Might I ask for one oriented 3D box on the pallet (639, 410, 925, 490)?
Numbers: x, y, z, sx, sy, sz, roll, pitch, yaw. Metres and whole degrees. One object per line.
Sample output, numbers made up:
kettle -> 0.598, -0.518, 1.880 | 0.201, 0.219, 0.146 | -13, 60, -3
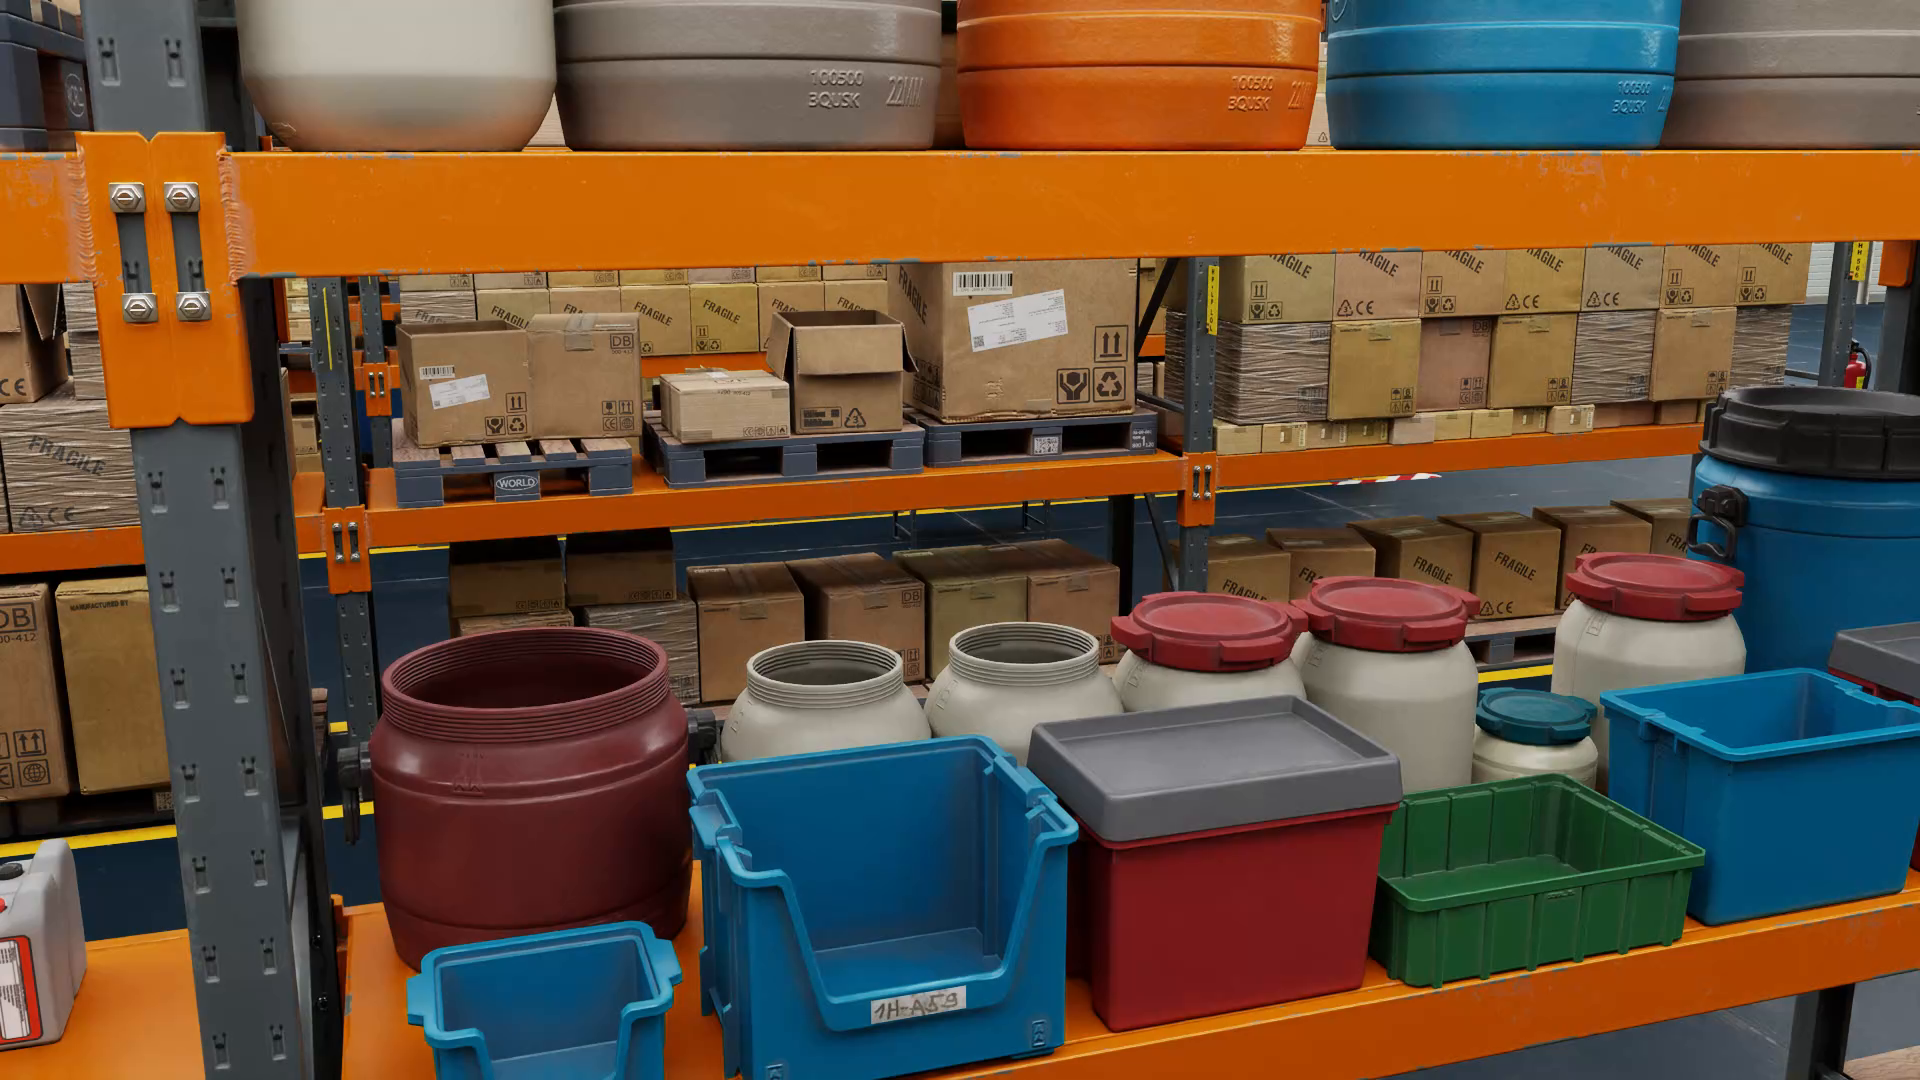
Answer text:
pallet -> -0.891, -0.479, 8.090 | 1.213, 0.211, 1.003 | -4, 14, -18

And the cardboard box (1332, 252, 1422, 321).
cardboard box -> 2.018, -1.407, 8.557 | 0.500, 0.500, 0.500 | -4, 14, -18

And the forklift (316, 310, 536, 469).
forklift -> -4.053, -2.063, 14.480 | 3.031, 2.935, 1.130 | -6, 14, -22

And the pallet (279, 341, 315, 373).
pallet -> -4.881, -1.343, 11.723 | 1.003, 0.211, 1.213 | -4, 14, -18

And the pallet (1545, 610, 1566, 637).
pallet -> 3.975, 0.407, 9.977 | 1.213, 0.211, 1.003 | -4, 14, -18

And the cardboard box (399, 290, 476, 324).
cardboard box -> -3.728, -1.535, 11.899 | 0.500, 0.500, 0.500 | -4, 14, -17

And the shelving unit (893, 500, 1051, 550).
shelving unit -> 0.081, -0.736, 11.996 | 1.048, 1.500, 0.538 | -4, 14, -18

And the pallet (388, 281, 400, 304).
pallet -> -5.273, -2.574, 16.895 | 1.003, 0.211, 1.213 | -4, 14, -18

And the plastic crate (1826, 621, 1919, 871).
plastic crate -> 2.256, 0.445, 3.650 | 0.583, 0.464, 0.402 | -4, 14, -18

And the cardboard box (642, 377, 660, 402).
cardboard box -> -3.300, -1.719, 17.658 | 0.625, 0.372, 0.950 | -4, 14, -15

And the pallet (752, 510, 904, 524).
pallet -> -1.156, -0.378, 13.275 | 1.213, 0.211, 1.003 | -4, 14, -18

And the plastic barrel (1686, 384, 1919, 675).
plastic barrel -> 2.154, 0.092, 4.191 | 0.708, 0.901, 0.600 | -4, 14, -18

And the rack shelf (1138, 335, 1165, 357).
rack shelf -> 1.447, -1.606, 13.965 | 4.000, 0.370, 1.077 | -4, 14, -18

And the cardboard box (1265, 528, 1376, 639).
cardboard box -> 1.970, 0.234, 9.169 | 0.500, 0.500, 0.500 | 0, 13, 0

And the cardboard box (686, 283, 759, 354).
cardboard box -> -1.816, -1.685, 12.528 | 0.500, 0.500, 0.500 | -4, 14, -17

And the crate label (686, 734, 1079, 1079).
crate label -> -0.146, 0.638, 2.904 | 0.616, 0.435, 0.502 | -4, 14, -18

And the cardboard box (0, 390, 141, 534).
cardboard box -> -3.617, -0.340, 6.873 | 0.500, 0.500, 0.500 | -5, 14, -19

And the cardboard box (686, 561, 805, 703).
cardboard box -> -1.068, 0.444, 8.246 | 0.500, 0.500, 0.700 | -3, 14, -13

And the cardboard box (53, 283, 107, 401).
cardboard box -> -3.452, -0.904, 7.076 | 0.637, 0.503, 0.797 | -4, 14, -16

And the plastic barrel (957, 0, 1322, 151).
plastic barrel -> 0.293, -1.061, 2.710 | 0.708, 0.830, 0.600 | -4, 14, -18

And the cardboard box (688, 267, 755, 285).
cardboard box -> -1.884, -2.229, 12.657 | 0.500, 0.500, 0.700 | -4, 14, -18

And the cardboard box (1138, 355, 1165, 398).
cardboard box -> 1.887, -1.144, 14.154 | 0.875, 0.875, 0.875 | -5, 14, -19

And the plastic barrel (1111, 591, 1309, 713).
plastic barrel -> 0.535, 0.416, 3.618 | 0.433, 0.535, 0.433 | 0, 13, 0

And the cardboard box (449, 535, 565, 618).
cardboard box -> -2.128, 0.164, 7.803 | 0.500, 0.250, 0.500 | -4, 14, -16

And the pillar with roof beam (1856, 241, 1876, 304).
pillar with roof beam -> 17.567, -7.719, 25.147 | 0.400, 9.000, 9.100 | -4, 14, -18

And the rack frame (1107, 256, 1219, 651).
rack frame -> 1.037, -0.713, 8.657 | 0.127, 3.000, 1.000 | -4, 14, -18

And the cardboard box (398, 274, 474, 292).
cardboard box -> -3.811, -2.079, 12.023 | 0.500, 0.500, 0.700 | -5, 14, -18

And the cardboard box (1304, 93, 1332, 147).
cardboard box -> 1.545, -2.076, 8.230 | 0.500, 0.250, 0.500 | -5, 14, -20

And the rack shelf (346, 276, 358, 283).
rack shelf -> -9.397, -3.182, 20.591 | 4.000, 0.370, 1.077 | -4, 14, -18

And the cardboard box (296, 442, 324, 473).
cardboard box -> -4.780, -0.395, 11.816 | 0.500, 0.500, 0.500 | -5, 14, -18

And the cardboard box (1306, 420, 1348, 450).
cardboard box -> 1.806, -0.580, 8.644 | 0.250, 0.149, 0.380 | -4, 14, -18

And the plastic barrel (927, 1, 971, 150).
plastic barrel -> -0.043, -0.868, 3.127 | 0.301, 0.262, 0.301 | 0, 13, 0

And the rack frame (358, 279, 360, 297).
rack frame -> -5.915, -2.591, 16.553 | 0.127, 3.000, 1.000 | -4, 14, -18

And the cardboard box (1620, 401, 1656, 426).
cardboard box -> 3.674, -0.747, 9.343 | 0.250, 0.149, 0.380 | -4, 14, -18

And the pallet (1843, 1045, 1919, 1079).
pallet -> 3.267, 1.690, 4.582 | 1.213, 0.211, 1.003 | -4, 14, -18

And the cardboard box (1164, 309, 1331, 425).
cardboard box -> 1.483, -0.926, 8.693 | 0.500, 0.500, 0.875 | -4, 14, -18

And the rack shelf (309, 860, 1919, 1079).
rack shelf -> 0.721, 0.871, 3.553 | 4.000, 0.370, 1.077 | -4, 14, -18

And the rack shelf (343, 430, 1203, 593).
rack shelf -> -0.858, -0.215, 8.119 | 4.000, 0.370, 1.077 | -4, 14, -18

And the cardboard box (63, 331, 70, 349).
cardboard box -> -5.778, -1.364, 11.031 | 0.250, 0.149, 0.380 | -4, 14, -16

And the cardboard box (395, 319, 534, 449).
cardboard box -> -2.255, -0.719, 7.560 | 0.500, 0.500, 0.500 | -6, 15, -25

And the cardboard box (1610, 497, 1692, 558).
cardboard box -> 4.231, 0.046, 9.960 | 0.500, 0.500, 0.500 | -2, 14, -8

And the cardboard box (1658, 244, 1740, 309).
cardboard box -> 3.914, -1.555, 9.177 | 0.500, 0.500, 0.500 | -4, 14, -18

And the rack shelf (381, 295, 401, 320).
rack shelf -> -4.019, -2.389, 17.257 | 4.000, 0.370, 1.077 | -4, 14, -18

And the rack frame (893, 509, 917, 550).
rack frame -> -0.401, -0.698, 11.838 | 0.032, 1.500, 0.500 | -4, 14, -18

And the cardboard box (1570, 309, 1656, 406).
cardboard box -> 3.375, -1.076, 9.325 | 0.500, 0.500, 0.875 | -4, 14, -18

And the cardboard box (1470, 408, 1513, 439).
cardboard box -> 2.754, -0.654, 8.953 | 0.250, 0.149, 0.380 | -4, 14, -18

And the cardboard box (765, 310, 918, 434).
cardboard box -> -0.576, -0.819, 7.973 | 0.637, 0.503, 0.797 | -3, 14, -12
